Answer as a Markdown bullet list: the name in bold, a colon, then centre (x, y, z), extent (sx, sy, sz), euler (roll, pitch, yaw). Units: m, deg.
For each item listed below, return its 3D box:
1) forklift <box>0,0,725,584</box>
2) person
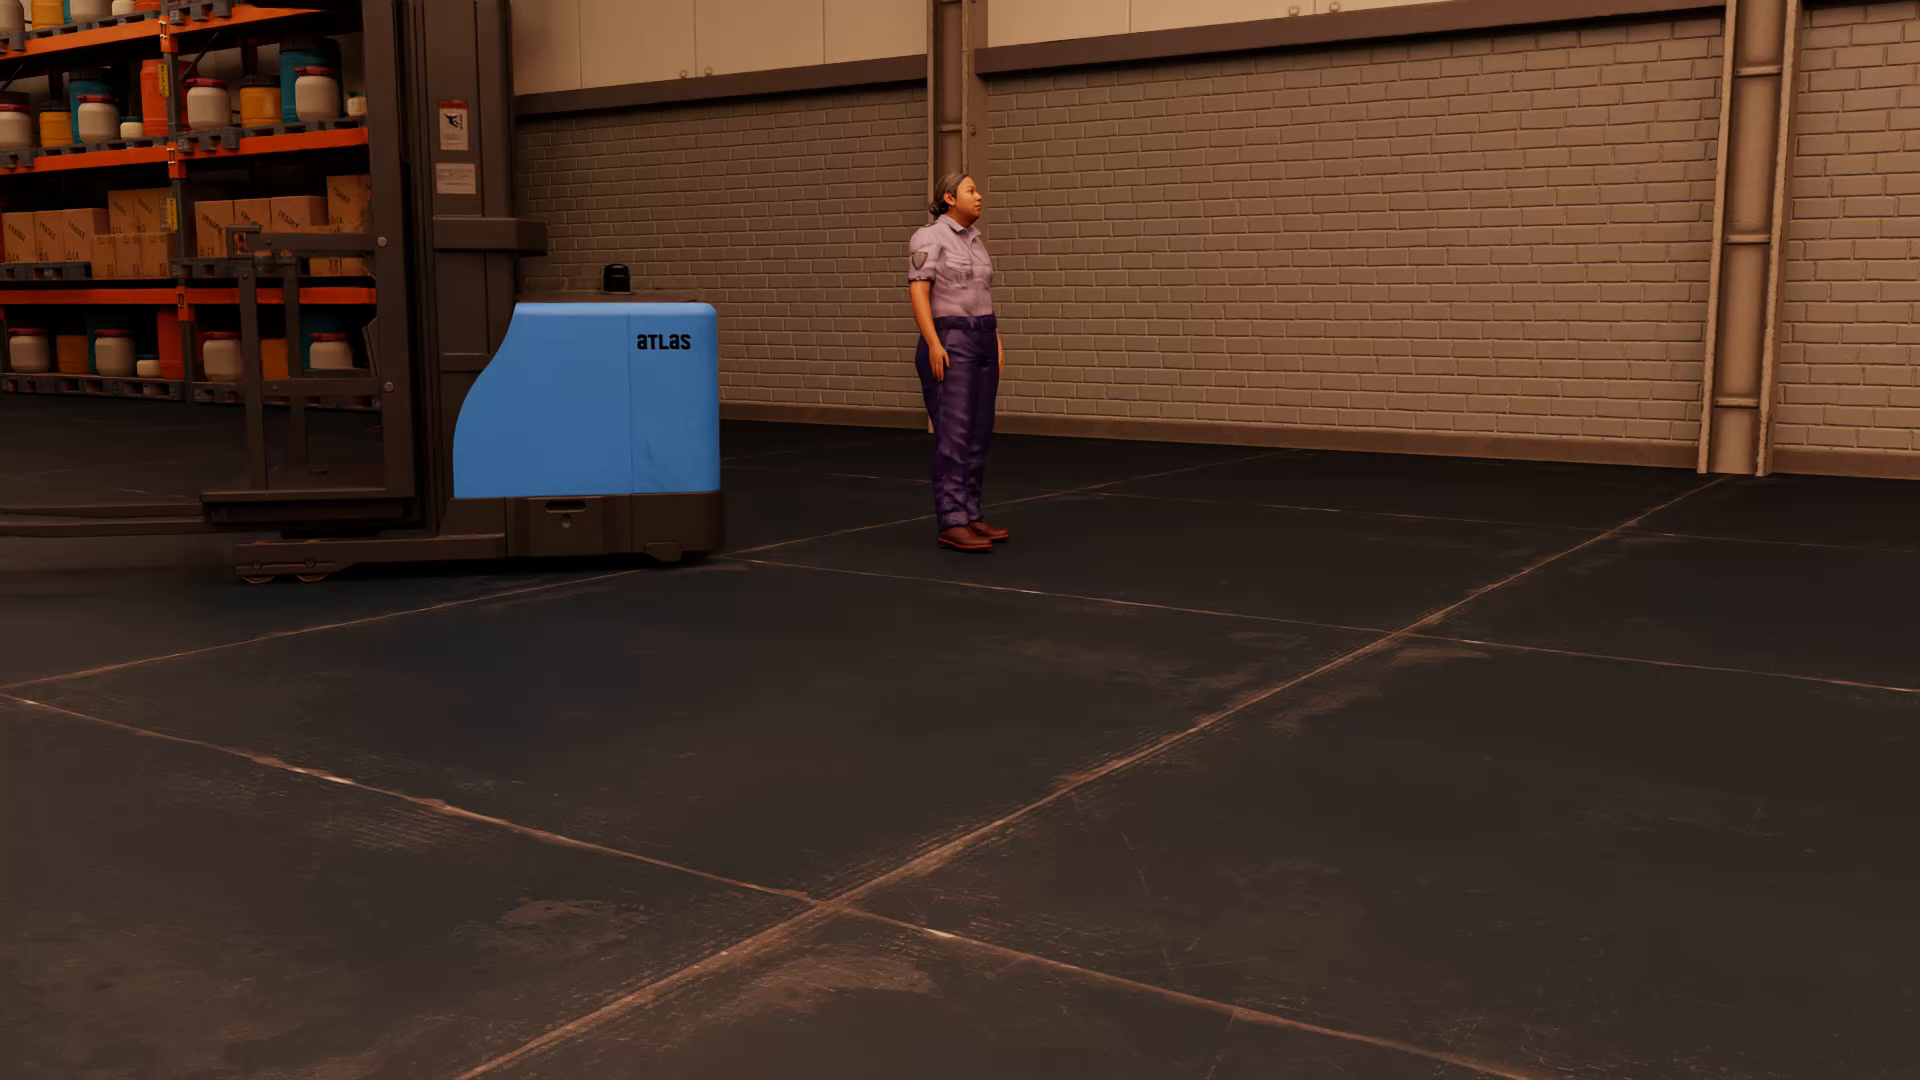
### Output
- **forklift**: centre (-2.547, -1.363, 6.780), extent (3.031, 2.935, 1.130), euler (-2, 8, -13)
- **person**: centre (0.062, -0.814, 7.419), extent (0.503, 1.650, 0.599), euler (5, 10, 34)
